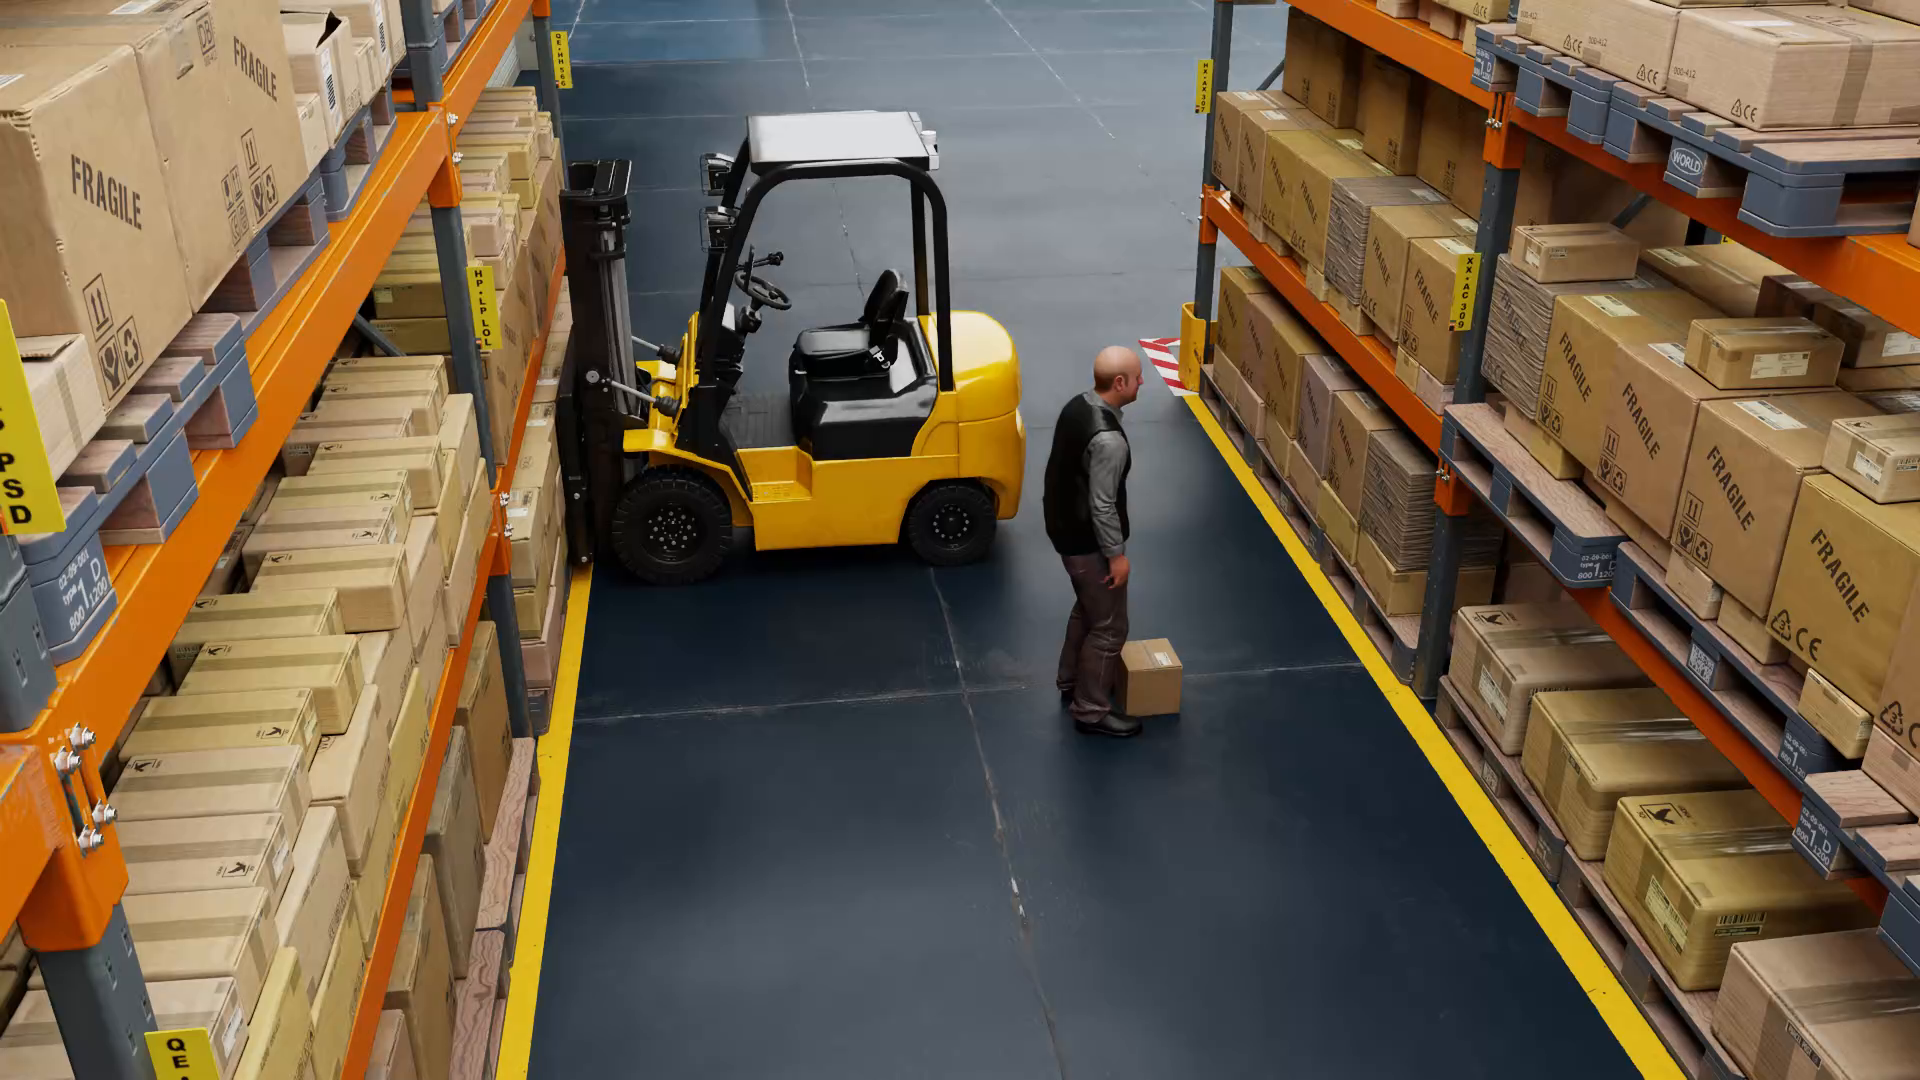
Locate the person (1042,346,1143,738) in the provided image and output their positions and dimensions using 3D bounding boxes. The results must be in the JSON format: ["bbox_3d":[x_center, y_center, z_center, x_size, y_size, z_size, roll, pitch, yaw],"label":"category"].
[{"bbox_3d":[0.567,-0.006,7.156,0.417,1.720,0.579,-4,27,-8],"label":"person"}]
